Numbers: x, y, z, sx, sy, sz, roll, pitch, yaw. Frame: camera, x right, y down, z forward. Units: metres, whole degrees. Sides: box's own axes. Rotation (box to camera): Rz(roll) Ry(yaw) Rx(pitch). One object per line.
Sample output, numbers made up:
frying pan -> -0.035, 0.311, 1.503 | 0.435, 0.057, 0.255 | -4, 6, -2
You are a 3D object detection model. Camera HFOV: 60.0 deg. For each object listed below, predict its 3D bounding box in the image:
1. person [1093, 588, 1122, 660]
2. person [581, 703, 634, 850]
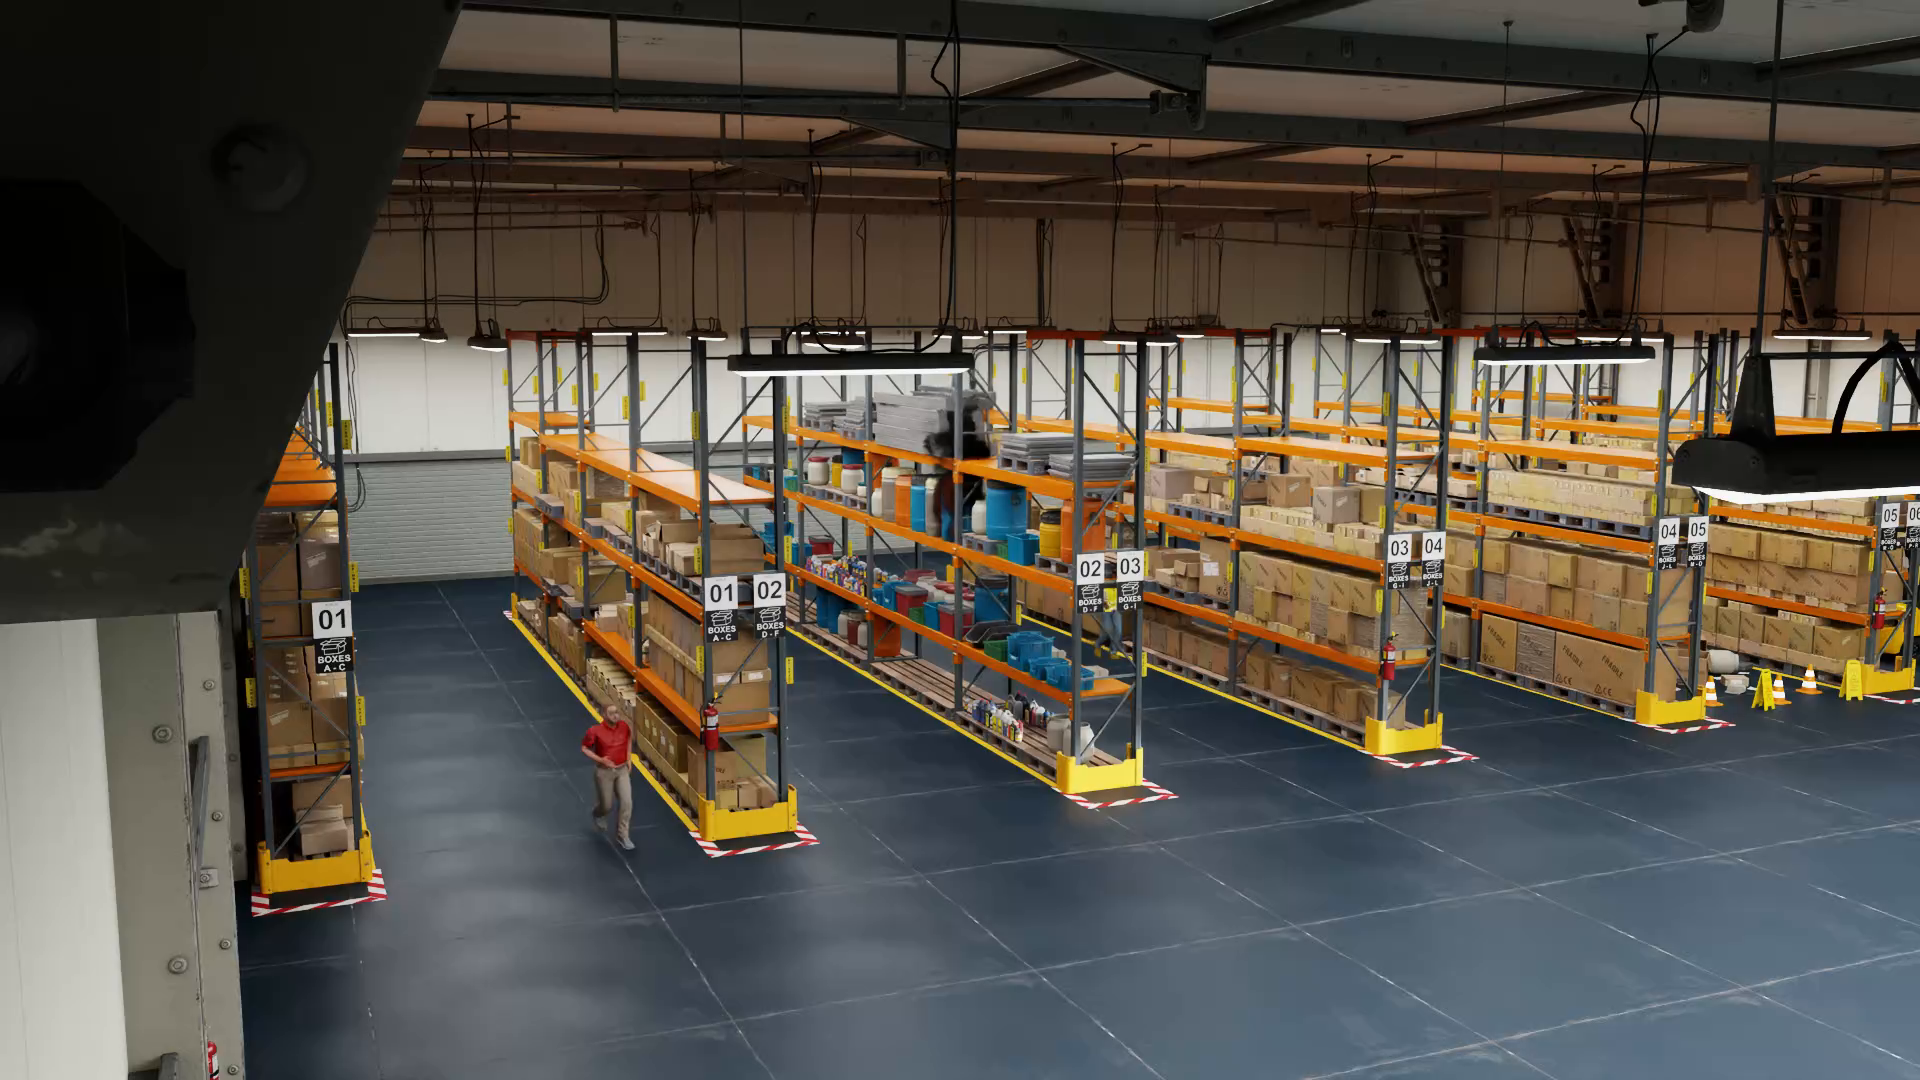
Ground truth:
person -> 2.617, 1.237, 29.170 | 0.706, 1.736, 0.647 | -4, 9, -28
person -> -4.180, 2.803, 19.930 | 0.701, 1.737, 0.799 | -6, 10, -35
